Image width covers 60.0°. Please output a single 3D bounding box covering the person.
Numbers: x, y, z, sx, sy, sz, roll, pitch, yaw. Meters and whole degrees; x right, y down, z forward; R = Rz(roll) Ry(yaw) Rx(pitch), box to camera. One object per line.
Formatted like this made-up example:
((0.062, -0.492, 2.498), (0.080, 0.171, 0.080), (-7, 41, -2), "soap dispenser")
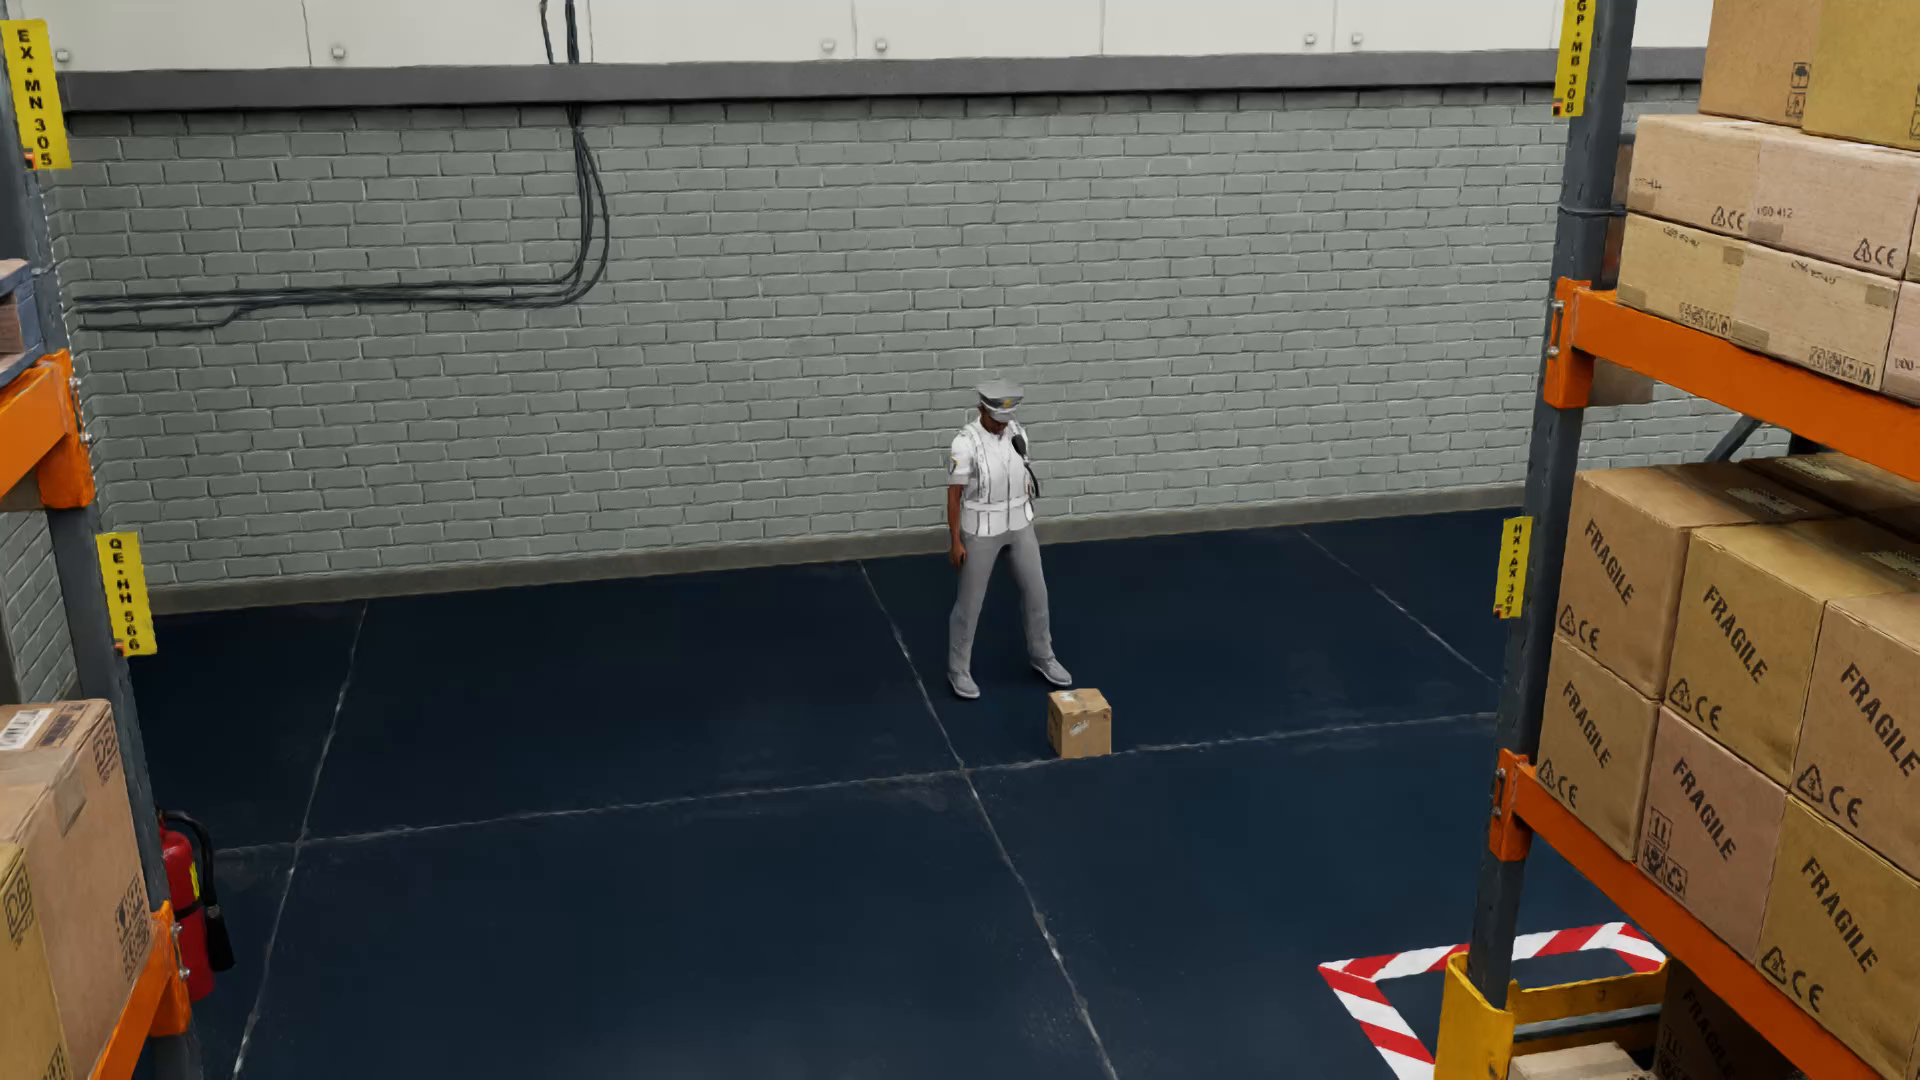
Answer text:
((0.247, -0.024, 8.589), (0.623, 1.656, 0.429), (-11, 22, -27), "person")
